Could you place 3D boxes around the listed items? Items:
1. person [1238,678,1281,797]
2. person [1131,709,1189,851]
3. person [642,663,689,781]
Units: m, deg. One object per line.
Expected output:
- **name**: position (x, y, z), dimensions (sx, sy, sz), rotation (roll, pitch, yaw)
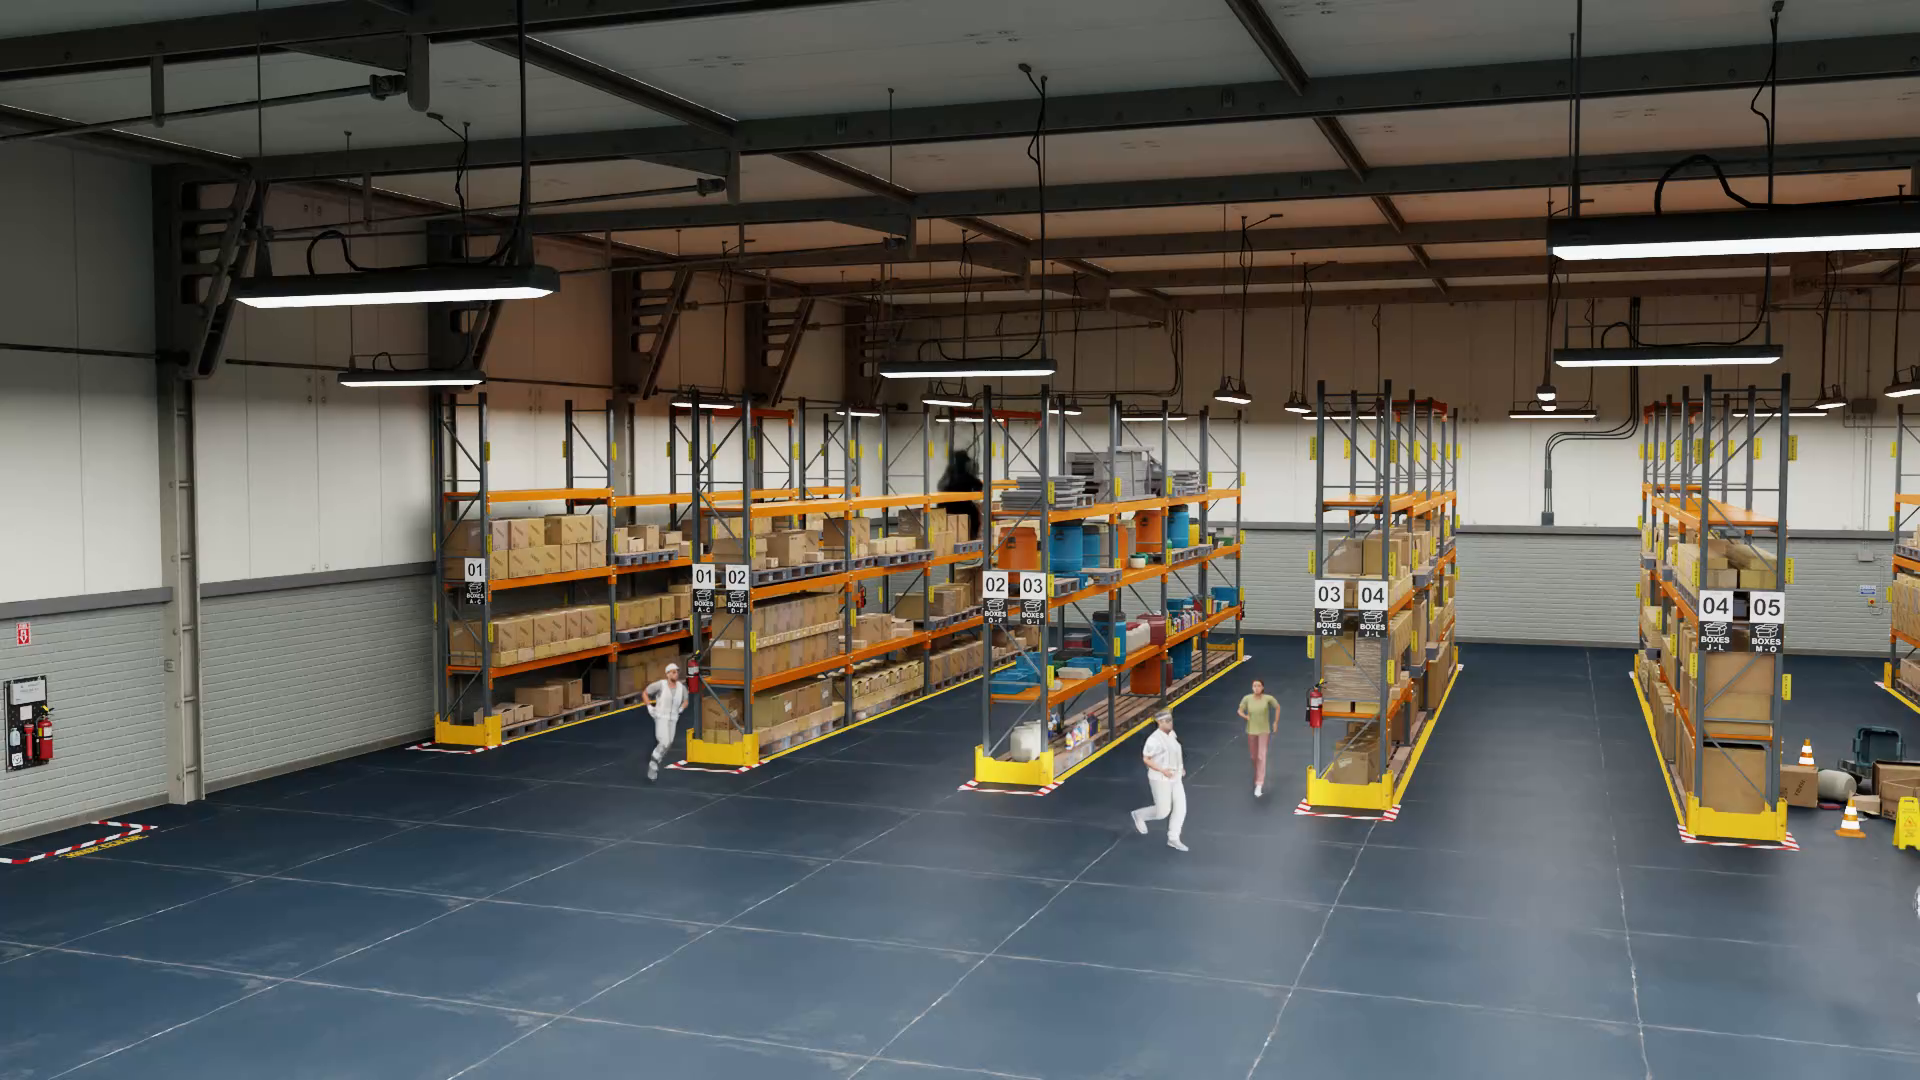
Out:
- **person**: position (4.399, 2.865, 24.542), dimensions (0.605, 1.684, 0.931), rotation (1, 3, 21)
- **person**: position (2.572, 3.016, 21.088), dimensions (0.663, 1.772, 0.816), rotation (-3, 4, -43)
- **person**: position (-4.472, 2.769, 25.420), dimensions (0.696, 1.768, 0.654), rotation (-3, 4, -41)
